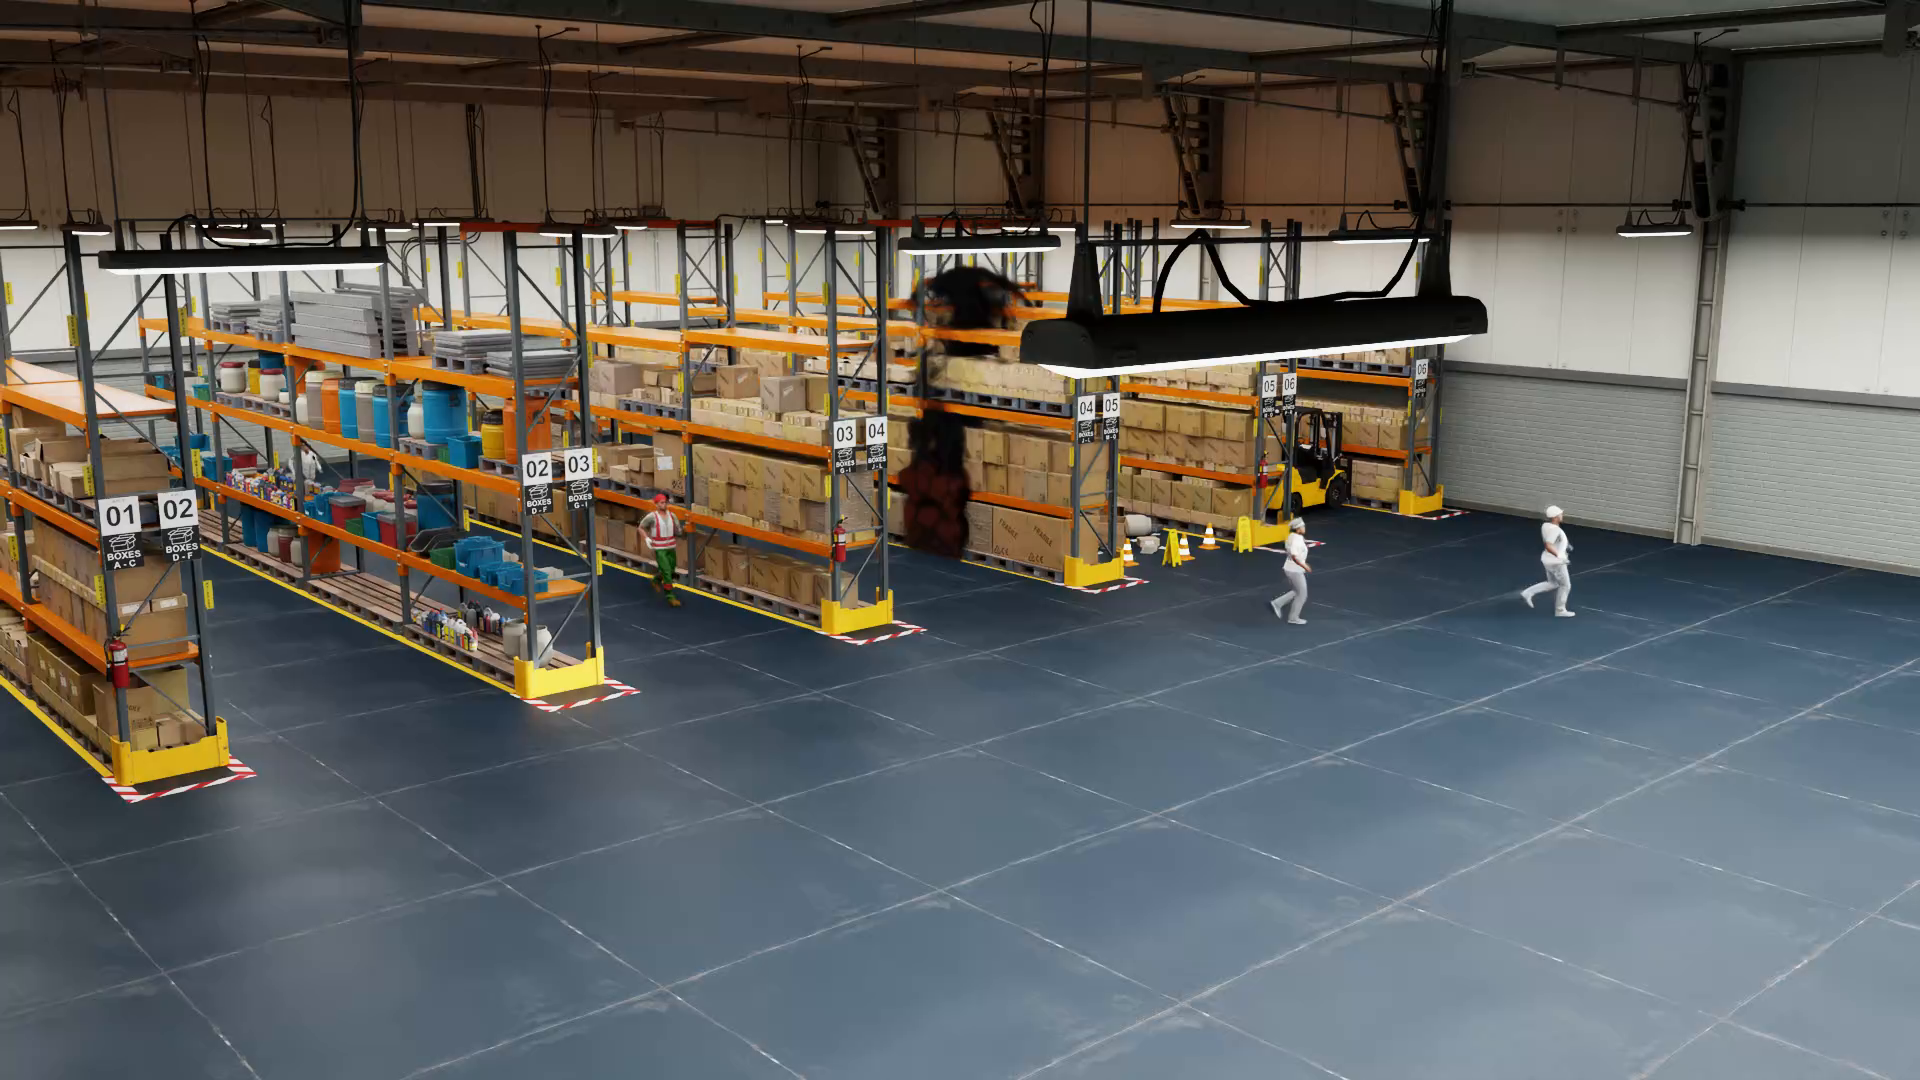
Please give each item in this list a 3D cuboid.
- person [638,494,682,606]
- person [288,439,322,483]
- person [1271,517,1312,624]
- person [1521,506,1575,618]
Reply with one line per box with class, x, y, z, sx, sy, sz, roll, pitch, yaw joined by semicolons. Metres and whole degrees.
person;-4.759;0.134;26.669;0.667;1.768;0.954;-11;16;-42
person;-13.269;-1.228;33.733;0.929;1.697;0.587;9;15;39
person;5.063;0.473;25.350;0.561;1.659;0.598;0;11;2
person;9.178;0.336;25.802;0.818;1.748;0.696;1;11;6
